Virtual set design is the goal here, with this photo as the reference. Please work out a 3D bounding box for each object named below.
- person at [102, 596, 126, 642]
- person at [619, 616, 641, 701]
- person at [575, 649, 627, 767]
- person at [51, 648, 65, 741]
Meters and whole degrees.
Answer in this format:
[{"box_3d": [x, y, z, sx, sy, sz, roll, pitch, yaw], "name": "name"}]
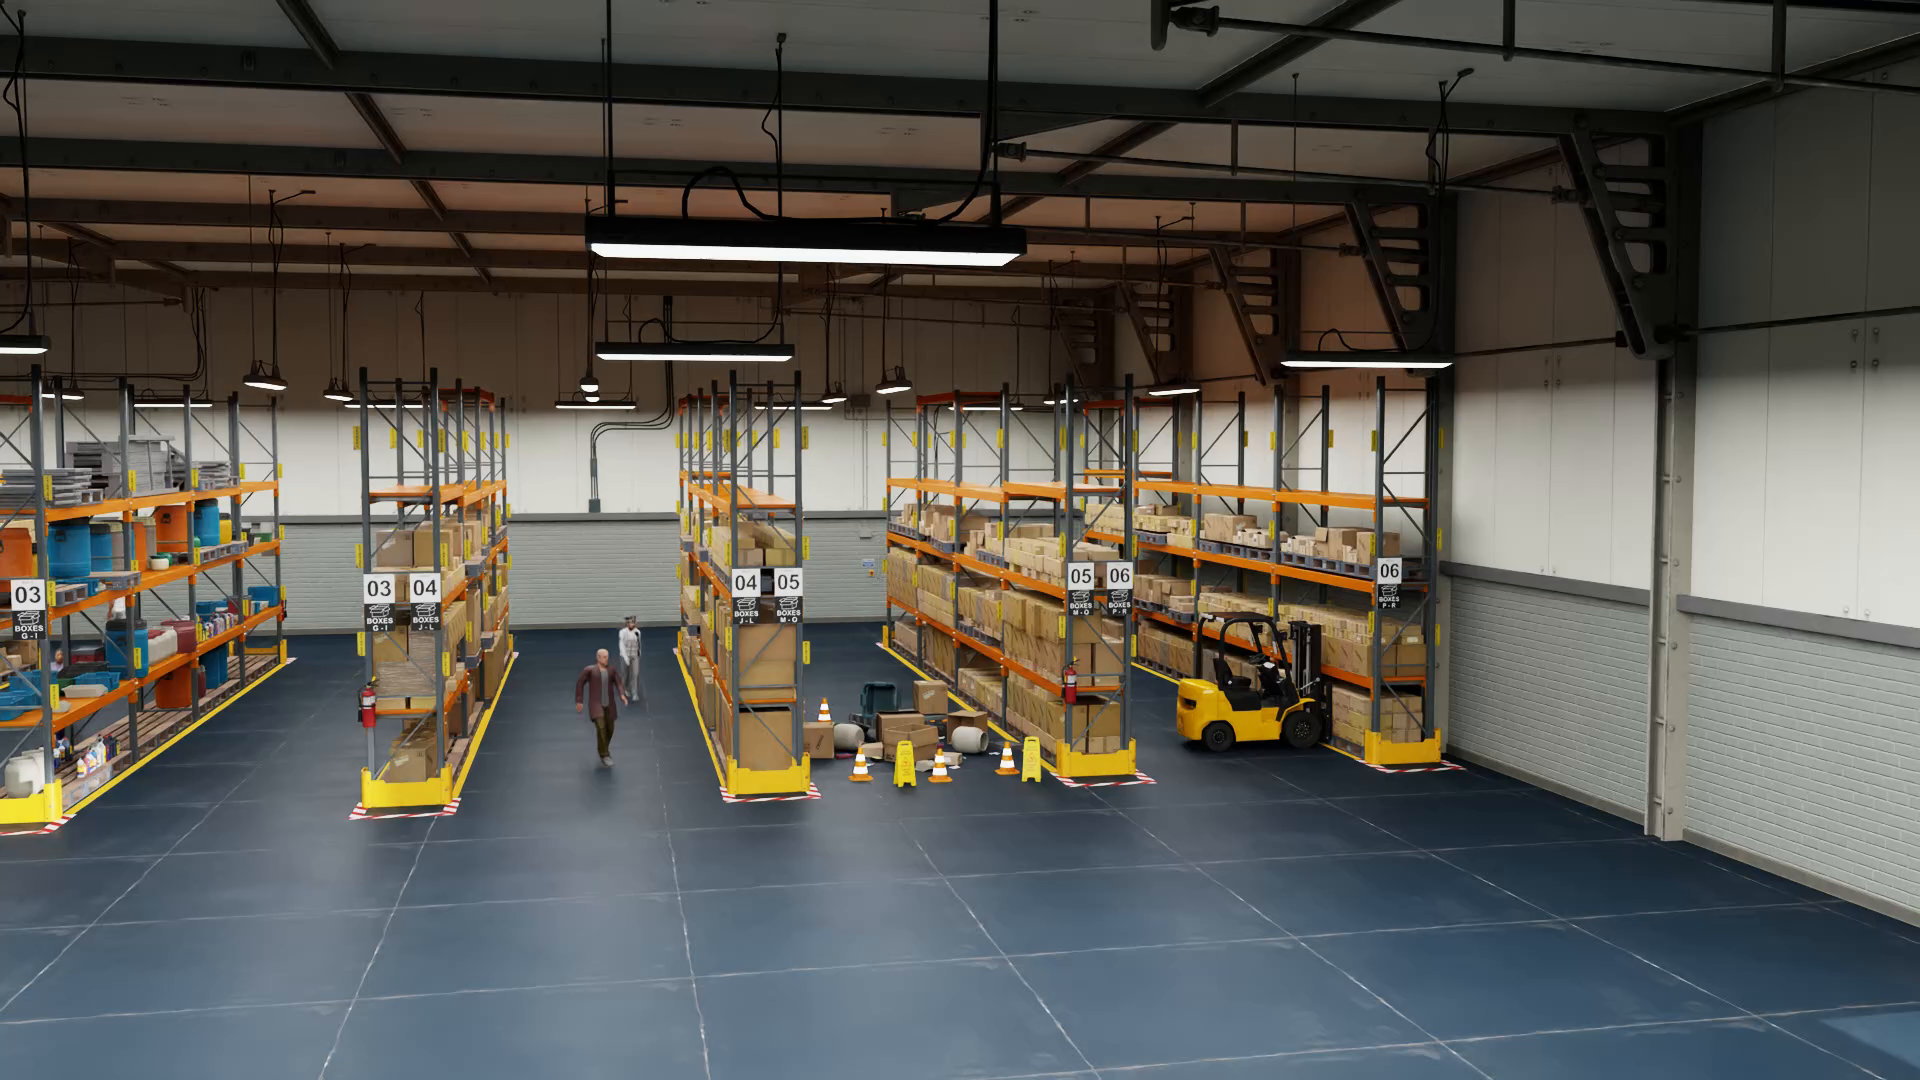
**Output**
[{"box_3d": [-20.467, 1.723, 40.640, 1.066, 1.724, 0.587, 0, 3, -1], "name": "person"}, {"box_3d": [-6.369, 2.262, 32.201, 0.467, 1.615, 0.935, -1, 4, -23], "name": "person"}, {"box_3d": [-5.528, 2.595, 25.881, 0.710, 1.772, 0.886, -3, 4, -40], "name": "person"}, {"box_3d": [-14.756, 2.589, 27.256, 0.557, 1.652, 0.744, -1, 4, -14], "name": "person"}]
